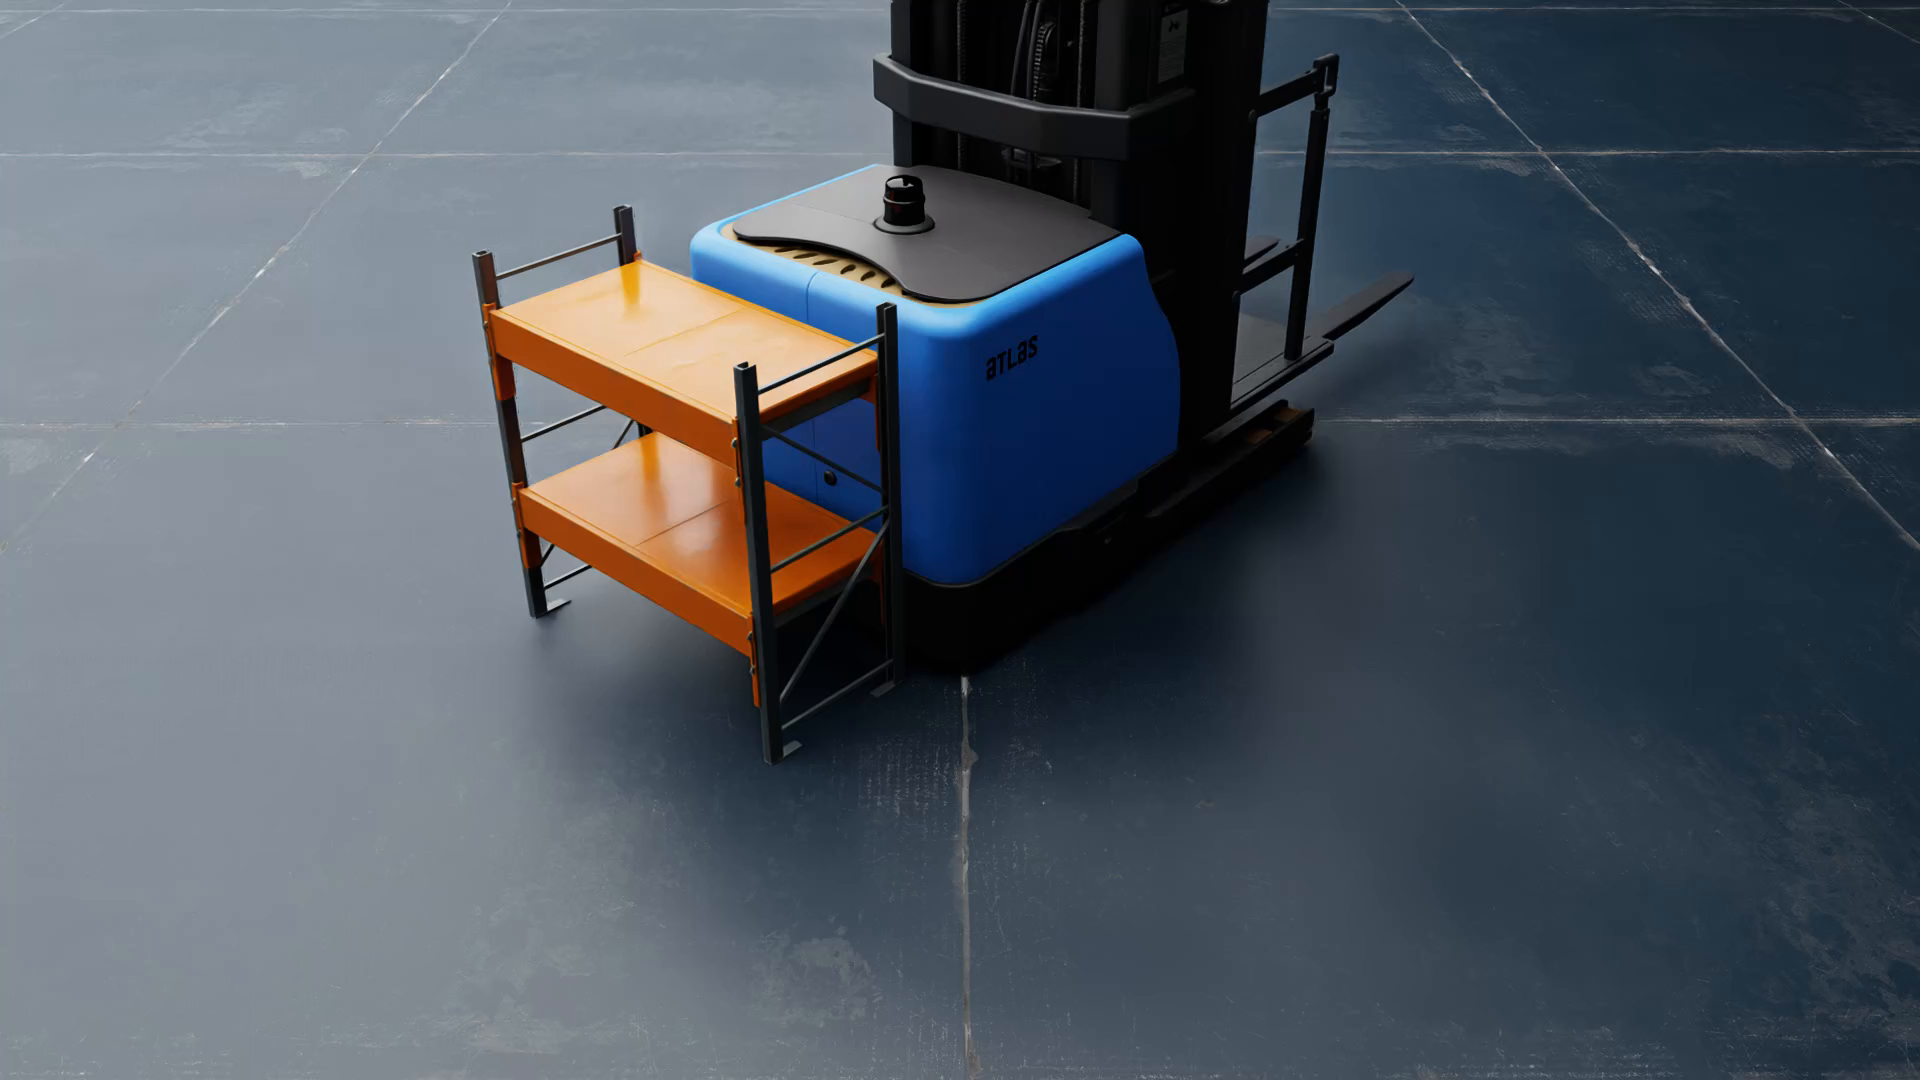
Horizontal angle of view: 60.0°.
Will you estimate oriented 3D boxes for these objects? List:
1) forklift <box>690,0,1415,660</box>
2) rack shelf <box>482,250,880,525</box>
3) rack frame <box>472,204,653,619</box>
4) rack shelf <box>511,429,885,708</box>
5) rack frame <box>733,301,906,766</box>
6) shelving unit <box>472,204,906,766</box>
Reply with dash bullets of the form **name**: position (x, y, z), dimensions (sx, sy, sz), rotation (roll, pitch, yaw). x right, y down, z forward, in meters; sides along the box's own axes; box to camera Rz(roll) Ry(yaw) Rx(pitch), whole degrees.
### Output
- **forklift**: position (0.564, -1.615, 5.086), dimensions (1.130, 2.935, 3.031), rotation (23, 38, 33)
- **rack shelf**: position (-0.708, -0.425, 4.301), dimensions (1.000, 0.278, 0.538), rotation (25, 39, 35)
- **rack frame**: position (-1.086, -0.351, 4.744), dimensions (0.032, 1.125, 0.500), rotation (25, 39, 35)
- **rack shelf**: position (-0.708, 0.034, 4.580), dimensions (1.000, 0.278, 0.538), rotation (25, 39, 35)
- **rack frame**: position (-0.330, 0.002, 4.163), dimensions (0.032, 1.125, 0.500), rotation (25, 39, 35)
- **shelving unit**: position (-0.708, -0.175, 4.453), dimensions (1.048, 1.125, 0.538), rotation (25, 39, 35)
